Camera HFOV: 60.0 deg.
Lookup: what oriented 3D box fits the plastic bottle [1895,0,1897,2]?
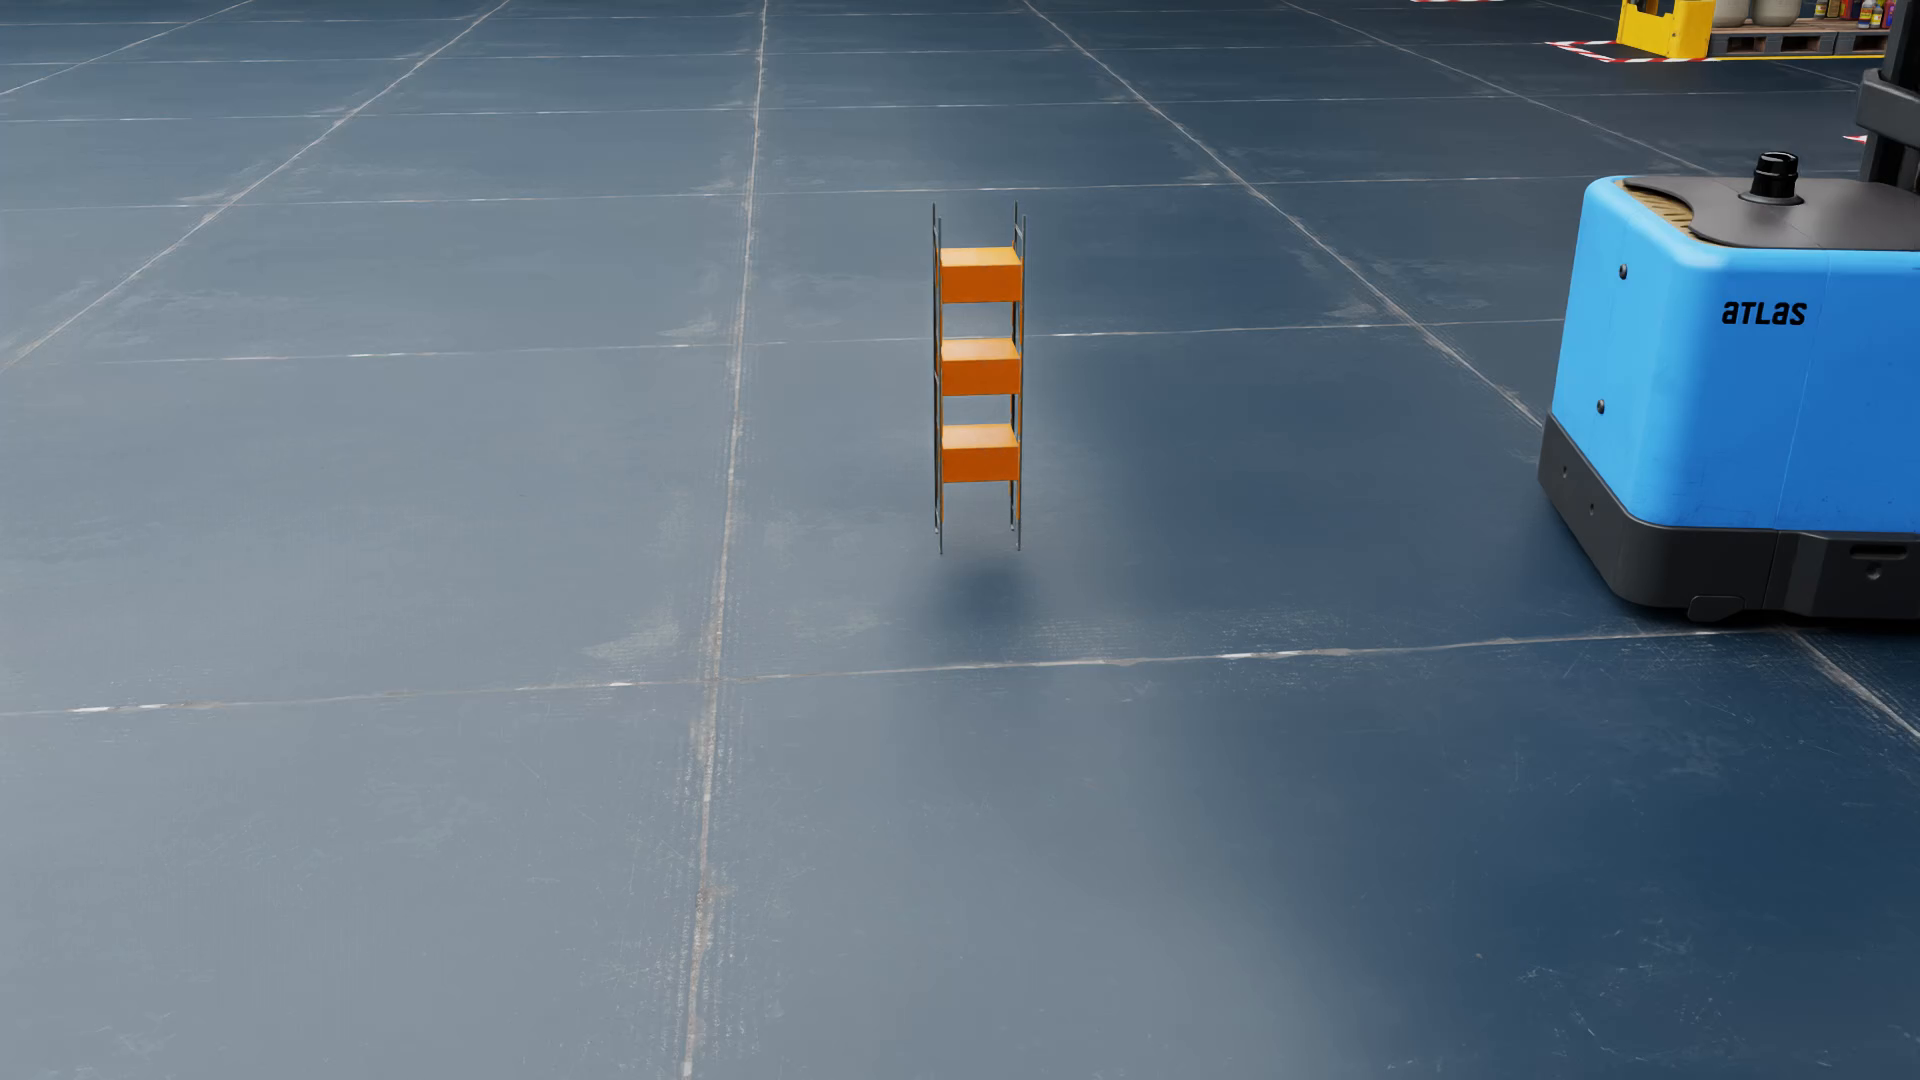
[{"bbox_3d":[9.016,-5.206,15.988,0.185,0.351,0.144,-2,24,-6],"label":"plastic bottle"}]

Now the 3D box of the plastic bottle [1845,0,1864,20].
[{"bbox_3d":[8.539,-5.111,15.858,0.133,0.283,0.061,-2,24,-5],"label":"plastic bottle"}]

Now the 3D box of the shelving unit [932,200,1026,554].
[{"bbox_3d":[0.053,-0.482,5.042,0.252,1.050,0.215,-2,24,-5],"label":"shelving unit"}]

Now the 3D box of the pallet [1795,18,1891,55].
[{"bbox_3d":[8.581,-4.770,15.721,1.213,0.211,1.003,-2,24,-5],"label":"pallet"}]

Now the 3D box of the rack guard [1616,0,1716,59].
[{"bbox_3d":[6.561,-4.824,15.488,0.348,0.500,1.175,-2,24,-5],"label":"rack guard"}]

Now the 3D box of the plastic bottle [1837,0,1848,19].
[{"bbox_3d":[8.528,-5.150,15.956,0.135,0.276,0.152,-2,24,-5],"label":"plastic bottle"}]

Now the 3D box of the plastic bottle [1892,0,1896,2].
[{"bbox_3d":[8.886,-5.083,15.896,0.097,0.201,0.097,0,24,0],"label":"plastic bottle"}]

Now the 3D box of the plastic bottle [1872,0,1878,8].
[{"bbox_3d":[8.697,-5.072,15.872,0.097,0.201,0.097,0,24,0],"label":"plastic bottle"}]

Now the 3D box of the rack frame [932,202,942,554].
[{"bbox_3d":[-0.068,-0.477,5.031,0.008,1.050,0.200,-2,24,-5],"label":"rack frame"}]

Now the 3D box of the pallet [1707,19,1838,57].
[{"bbox_3d":[7.370,-4.722,15.615,1.213,0.211,1.003,-2,24,-5],"label":"pallet"}]

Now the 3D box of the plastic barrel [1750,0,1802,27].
[{"bbox_3d":[7.636,-5.077,15.524,0.421,0.512,0.421,0,24,0],"label":"plastic barrel"}]

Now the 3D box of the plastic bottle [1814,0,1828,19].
[{"bbox_3d":[8.275,-5.117,15.973,0.097,0.201,0.097,0,24,0],"label":"plastic bottle"}]

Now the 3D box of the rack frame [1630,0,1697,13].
[{"bbox_3d":[6.490,-5.944,14.931,0.127,3.000,1.000,-2,24,-5],"label":"rack frame"}]

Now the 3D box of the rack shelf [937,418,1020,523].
[{"bbox_3d":[0.053,-0.218,5.159,0.240,0.259,0.215,-2,24,-5],"label":"rack shelf"}]

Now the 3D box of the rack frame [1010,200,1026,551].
[{"bbox_3d":[0.175,-0.487,5.053,0.008,1.050,0.200,-2,24,-5],"label":"rack frame"}]

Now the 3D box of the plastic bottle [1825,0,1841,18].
[{"bbox_3d":[8.389,-5.167,15.984,0.133,0.283,0.061,-2,24,-4],"label":"plastic bottle"}]

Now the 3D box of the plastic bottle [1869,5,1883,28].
[{"bbox_3d":[8.428,-4.817,15.298,0.097,0.201,0.097,0,24,0],"label":"plastic bottle"}]

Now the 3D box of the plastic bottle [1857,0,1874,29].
[{"bbox_3d":[8.325,-4.845,15.275,0.097,0.271,0.097,0,24,0],"label":"plastic bottle"}]

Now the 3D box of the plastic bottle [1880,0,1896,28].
[{"bbox_3d":[8.552,-4.852,15.276,0.133,0.283,0.061,-2,24,-4],"label":"plastic bottle"}]

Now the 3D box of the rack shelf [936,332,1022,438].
[{"bbox_3d":[0.053,-0.472,5.046,0.240,0.259,0.215,-2,24,-5],"label":"rack shelf"}]

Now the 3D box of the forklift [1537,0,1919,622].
[{"bbox_3d":[3.400,-1.260,4.476,3.031,2.935,1.130,2,24,3],"label":"forklift"}]

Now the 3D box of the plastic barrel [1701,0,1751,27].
[{"bbox_3d":[7.137,-5.057,15.479,0.421,0.512,0.421,0,24,0],"label":"plastic barrel"}]

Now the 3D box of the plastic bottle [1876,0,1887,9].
[{"bbox_3d":[8.831,-5.198,15.972,0.185,0.351,0.144,-1,24,-3],"label":"plastic bottle"}]

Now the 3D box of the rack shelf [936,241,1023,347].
[{"bbox_3d":[0.053,-0.732,4.931,0.240,0.259,0.215,-2,24,-5],"label":"rack shelf"}]
